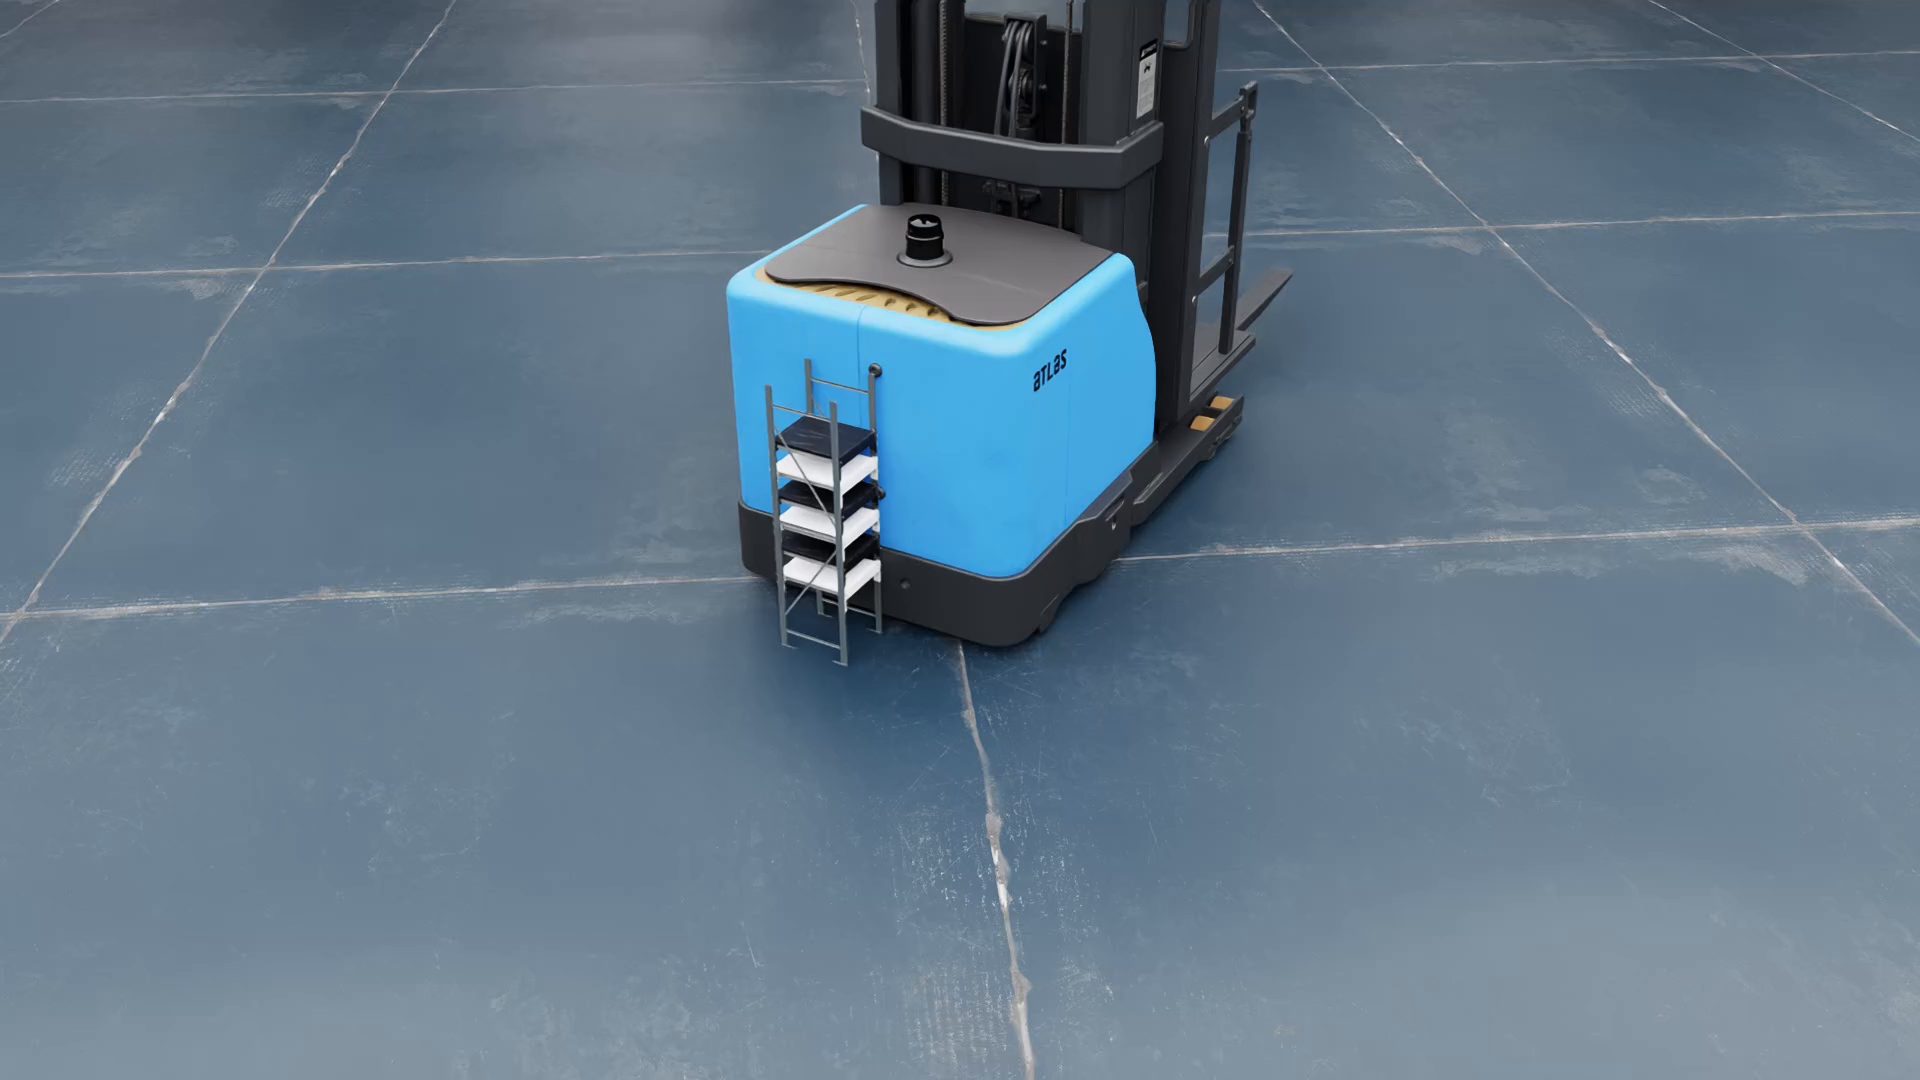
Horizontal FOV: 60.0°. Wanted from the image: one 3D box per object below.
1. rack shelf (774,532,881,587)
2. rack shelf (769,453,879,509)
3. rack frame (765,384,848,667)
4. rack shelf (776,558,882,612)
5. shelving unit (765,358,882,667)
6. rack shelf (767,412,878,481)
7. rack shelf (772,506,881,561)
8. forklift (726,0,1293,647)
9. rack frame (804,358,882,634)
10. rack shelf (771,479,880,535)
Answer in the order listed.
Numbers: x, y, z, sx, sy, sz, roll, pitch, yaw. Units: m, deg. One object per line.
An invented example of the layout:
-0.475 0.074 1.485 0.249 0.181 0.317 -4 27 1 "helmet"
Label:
-0.401 0.033 5.058 0.258 0.077 0.200 16 34 25 "rack shelf"
-0.401 -0.199 4.920 0.258 0.077 0.200 16 34 25 "rack shelf"
-0.451 -0.028 4.919 0.240 0.900 0.006 16 34 25 "rack frame"
-0.401 0.110 5.104 0.258 0.077 0.200 16 34 25 "rack shelf"
-0.401 -0.073 4.995 0.258 0.900 0.210 16 34 25 "shelving unit"
-0.401 -0.276 4.874 0.258 0.077 0.200 16 34 25 "rack shelf"
-0.401 -0.045 5.012 0.258 0.077 0.200 16 34 25 "rack shelf"
0.435 -1.661 5.672 1.130 2.935 3.031 16 34 25 "forklift"
-0.352 -0.119 5.071 0.240 0.900 0.006 16 34 25 "rack frame"
-0.401 -0.122 4.966 0.258 0.077 0.200 16 34 25 "rack shelf"
